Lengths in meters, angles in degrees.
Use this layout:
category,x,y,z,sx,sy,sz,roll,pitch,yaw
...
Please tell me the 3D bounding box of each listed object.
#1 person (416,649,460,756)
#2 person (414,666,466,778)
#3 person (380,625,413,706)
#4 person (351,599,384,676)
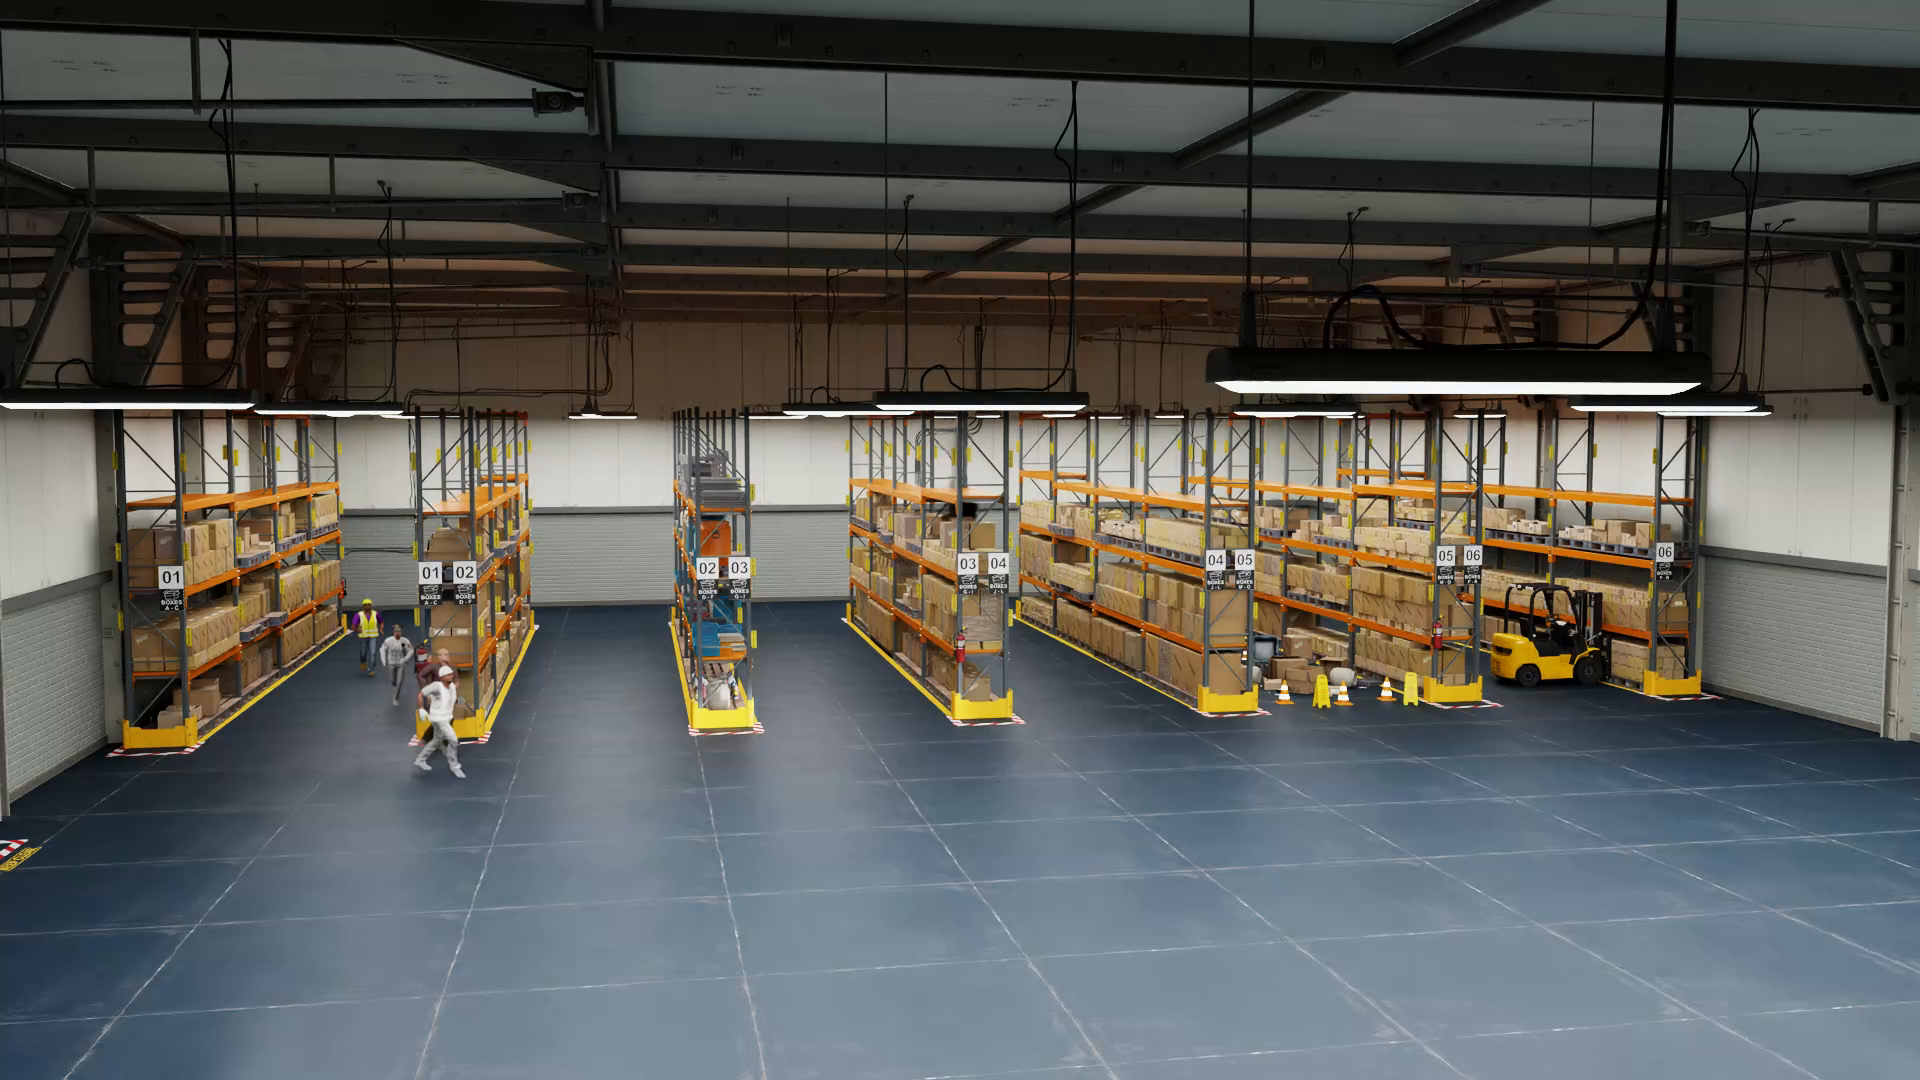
category,x,y,z,sx,sy,sz,roll,pitch,yaw
person,-9.020,2.792,28.849,0.783,1.836,0.702,2,4,20
person,-8.403,2.934,26.825,0.903,1.825,0.712,1,4,13
person,-11.436,2.525,33.783,0.648,1.651,0.664,-1,4,-13
person,-13.351,2.192,37.537,0.714,1.733,0.791,-2,4,-24
